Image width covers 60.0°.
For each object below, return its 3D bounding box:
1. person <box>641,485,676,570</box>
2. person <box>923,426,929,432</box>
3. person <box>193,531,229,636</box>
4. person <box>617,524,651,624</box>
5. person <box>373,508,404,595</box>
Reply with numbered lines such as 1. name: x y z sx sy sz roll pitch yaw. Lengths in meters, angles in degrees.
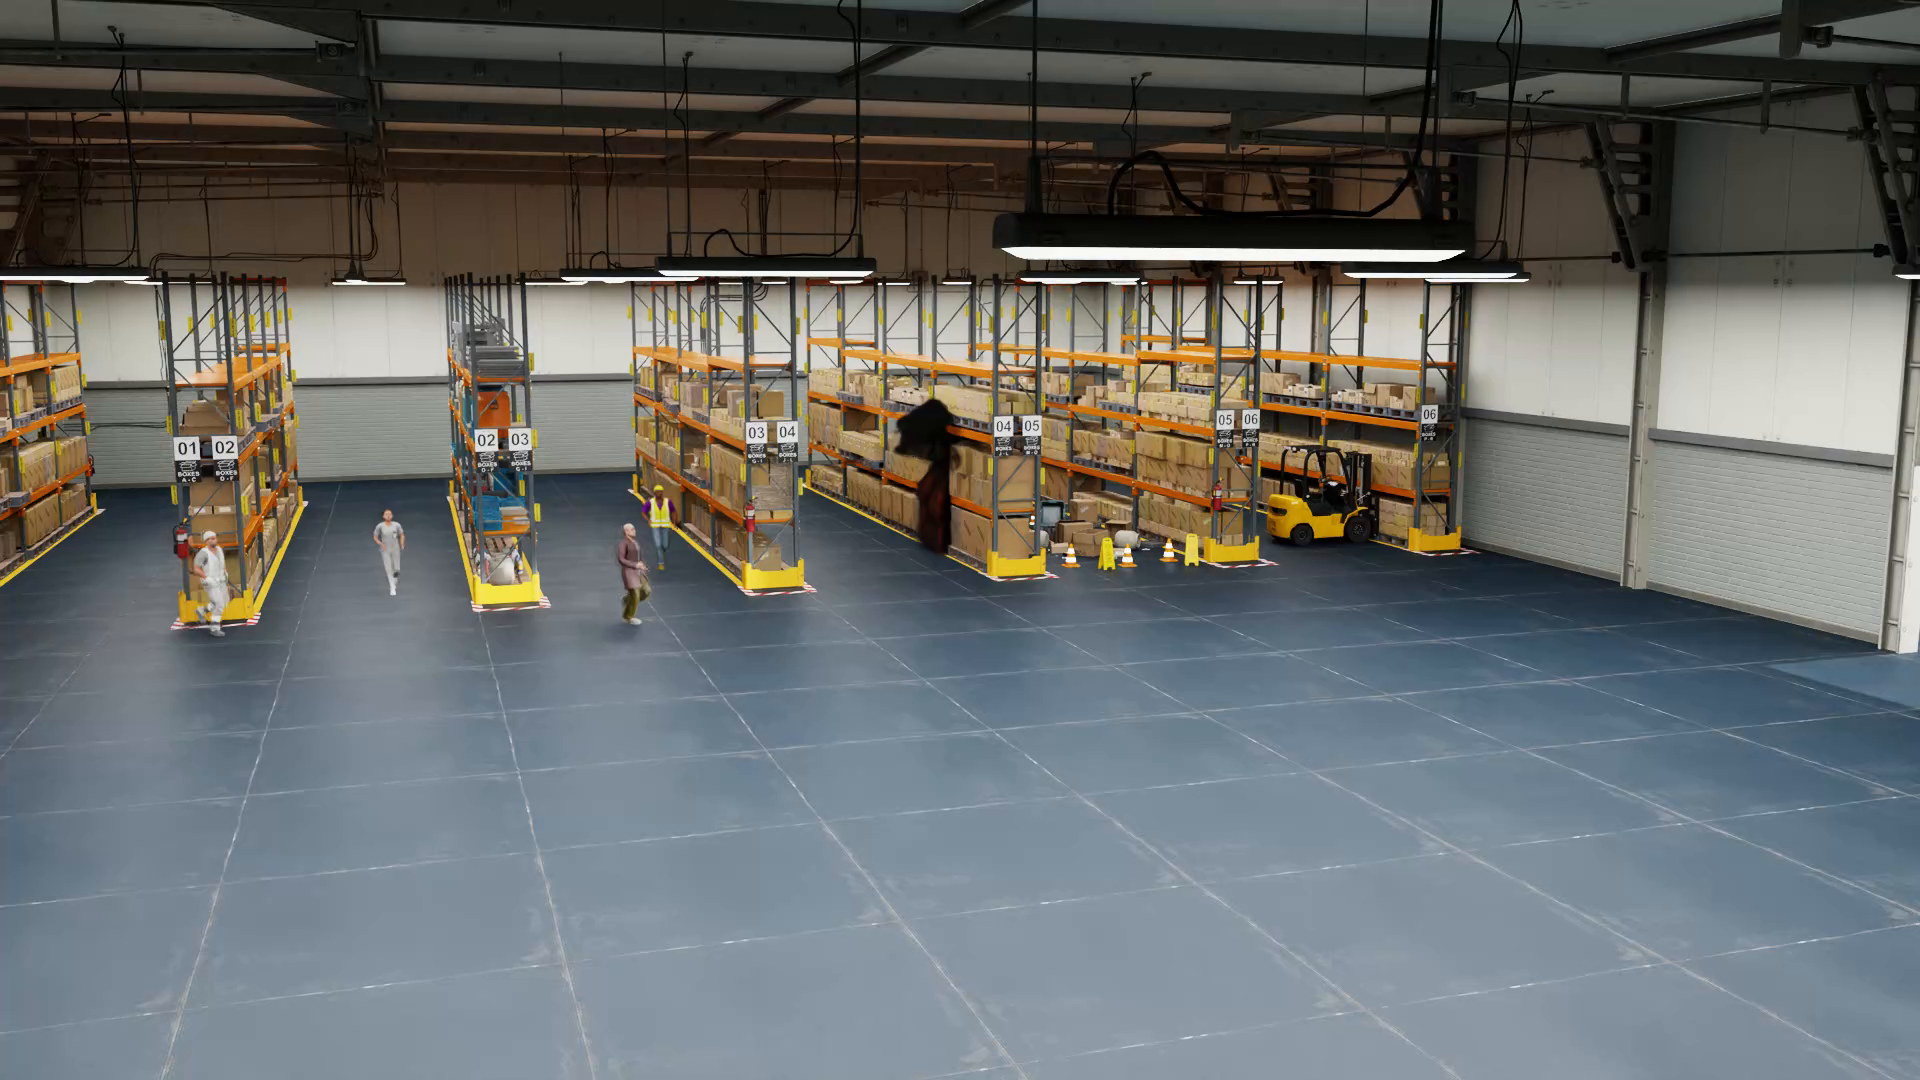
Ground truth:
1. person: -6.189 -0.271 34.217 0.701 1.732 0.680 -3 9 -17
2. person: -1.161 -2.852 51.273 0.587 1.722 0.703 -5 10 -30
3. person: -12.480 0.709 27.661 0.667 1.760 0.682 3 9 16
4. person: -5.612 0.580 28.536 0.632 1.737 0.706 3 9 17
5. person: -10.755 0.210 31.366 0.565 1.630 0.572 -4 9 -24
